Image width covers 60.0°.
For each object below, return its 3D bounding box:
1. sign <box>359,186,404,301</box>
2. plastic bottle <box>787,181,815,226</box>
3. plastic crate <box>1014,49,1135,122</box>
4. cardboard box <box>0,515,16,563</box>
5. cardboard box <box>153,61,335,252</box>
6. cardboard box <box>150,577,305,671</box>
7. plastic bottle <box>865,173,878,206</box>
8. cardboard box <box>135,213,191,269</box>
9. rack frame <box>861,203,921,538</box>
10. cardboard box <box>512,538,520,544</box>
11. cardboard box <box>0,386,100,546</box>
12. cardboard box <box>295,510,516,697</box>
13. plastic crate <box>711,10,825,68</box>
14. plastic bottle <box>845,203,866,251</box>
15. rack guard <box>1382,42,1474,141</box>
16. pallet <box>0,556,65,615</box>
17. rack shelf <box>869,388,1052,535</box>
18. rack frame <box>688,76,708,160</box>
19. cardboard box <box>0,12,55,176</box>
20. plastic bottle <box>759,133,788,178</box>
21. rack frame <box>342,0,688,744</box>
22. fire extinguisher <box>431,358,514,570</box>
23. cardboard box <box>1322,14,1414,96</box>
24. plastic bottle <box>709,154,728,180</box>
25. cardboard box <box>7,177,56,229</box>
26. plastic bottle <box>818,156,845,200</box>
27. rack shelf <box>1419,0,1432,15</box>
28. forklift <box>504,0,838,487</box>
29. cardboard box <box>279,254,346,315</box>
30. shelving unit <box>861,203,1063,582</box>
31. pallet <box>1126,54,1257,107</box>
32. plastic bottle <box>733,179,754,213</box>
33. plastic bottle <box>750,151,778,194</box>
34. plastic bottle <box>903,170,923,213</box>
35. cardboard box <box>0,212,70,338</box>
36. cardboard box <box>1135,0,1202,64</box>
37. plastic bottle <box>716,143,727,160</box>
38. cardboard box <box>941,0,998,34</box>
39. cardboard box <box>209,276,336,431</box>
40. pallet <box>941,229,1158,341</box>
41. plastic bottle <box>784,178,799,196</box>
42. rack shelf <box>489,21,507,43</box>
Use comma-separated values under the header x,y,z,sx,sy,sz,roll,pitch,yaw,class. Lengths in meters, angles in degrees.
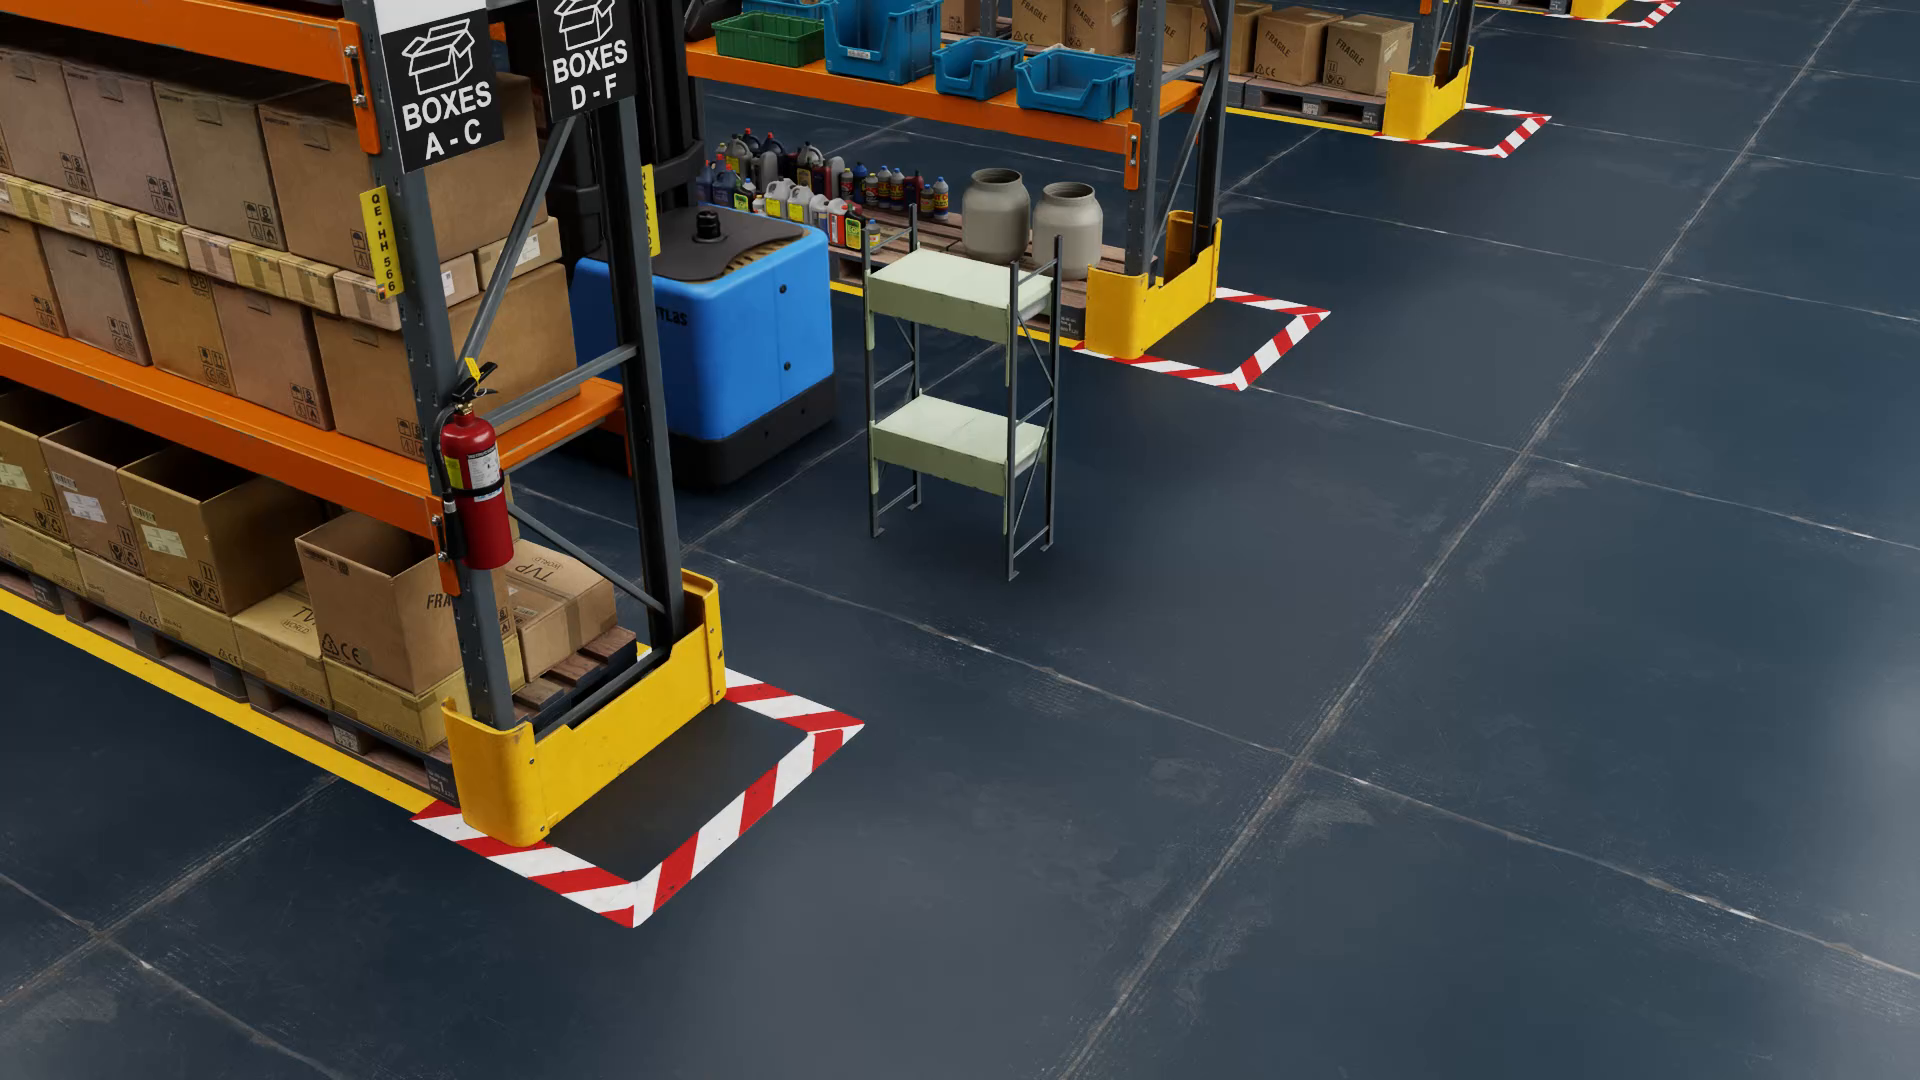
x,y,z,sx,sy,sz,roll,pitch,yaw,class
-1.693,-0.871,4.881,0.005,0.325,0.100,18,35,27,sign
-1.003,-2.119,10.597,0.185,0.351,0.144,19,35,29,plastic bottle
0.661,-2.551,9.294,0.616,0.251,0.499,18,35,27,plastic crate
-4.128,-0.172,7.379,0.500,0.250,0.500,18,35,27,cardboard box
-2.274,-1.383,5.757,0.500,0.500,0.700,17,34,26,cardboard box
-2.858,0.231,6.690,0.500,0.250,0.500,18,35,27,cardboard box
-0.585,-2.354,11.149,0.097,0.201,0.097,0,30,0,plastic bottle
-2.691,-1.117,5.945,0.250,0.149,0.380,19,35,29,cardboard box
-0.304,-0.744,7.537,0.023,1.500,0.400,18,35,27,rack frame
-2.154,0.139,6.846,0.500,0.250,0.500,18,35,27,cardboard box
-3.707,-0.360,6.957,0.500,0.500,0.500,18,35,27,cardboard box
-2.005,0.170,6.050,0.500,0.500,0.500,18,35,27,cardboard box
-1.144,-3.105,10.306,0.662,0.188,0.450,18,35,27,plastic crate
-0.653,-1.954,10.382,0.133,0.283,0.061,18,35,29,plastic bottle
3.813,-3.664,13.534,0.348,0.500,1.175,18,35,27,rack guard
-4.129,-0.132,7.767,1.213,0.211,1.003,18,35,27,pallet
0.006,-0.364,7.533,0.720,0.370,0.431,18,35,27,rack shelf
-2.144,-3.681,11.082,0.127,3.000,1.000,18,35,27,rack frame
-3.549,-1.786,6.447,0.500,0.500,0.700,18,35,27,cardboard box
-1.283,-2.626,11.466,0.185,0.351,0.144,16,34,25,plastic bottle
-1.392,-0.496,5.623,0.127,3.000,1.000,18,35,27,rack frame
-1.539,-0.233,5.249,0.183,0.674,0.296,18,35,27,fire extinguisher
3.357,-3.999,13.692,0.500,0.500,0.500,25,39,36,cardboard box
-1.604,-2.395,11.070,0.185,0.351,0.144,18,35,27,plastic bottle
-3.342,-1.323,6.298,0.250,0.149,0.380,17,34,27,cardboard box
-0.873,-2.462,11.259,0.135,0.276,0.152,18,35,28,plastic bottle
2.183,-4.948,13.969,4.000,0.370,1.077,18,35,27,rack shelf
-2.161,-2.075,8.398,3.031,2.935,1.130,18,35,27,forklift
-2.040,-0.910,5.590,0.250,0.149,0.380,18,35,29,cardboard box
0.006,-0.646,7.369,0.755,1.500,0.431,18,35,27,shelving unit
2.114,-4.099,14.566,1.213,0.211,1.003,18,35,27,pallet
-1.403,-2.191,10.789,0.133,0.283,0.061,19,35,29,plastic bottle
-1.340,-2.523,11.365,0.135,0.276,0.152,18,35,27,plastic bottle
-0.308,-2.313,10.997,0.133,0.283,0.061,18,35,28,plastic bottle
-3.528,-1.220,6.765,0.500,0.500,0.700,18,35,28,cardboard box
1.864,-4.489,14.532,0.500,0.500,0.500,14,33,23,cardboard box
-1.671,-2.698,11.738,0.097,0.201,0.097,0,30,0,plastic bottle
-0.019,-5.079,15.523,0.500,0.500,0.700,15,33,24,cardboard box
-2.228,-0.808,6.060,0.500,0.500,0.700,19,35,29,cardboard box
0.470,-1.625,10.326,1.213,0.211,1.003,18,35,27,pallet
-1.103,-2.206,10.822,0.135,0.276,0.152,18,35,27,plastic bottle
-3.838,-3.906,12.182,4.000,0.370,1.077,18,35,27,rack shelf
